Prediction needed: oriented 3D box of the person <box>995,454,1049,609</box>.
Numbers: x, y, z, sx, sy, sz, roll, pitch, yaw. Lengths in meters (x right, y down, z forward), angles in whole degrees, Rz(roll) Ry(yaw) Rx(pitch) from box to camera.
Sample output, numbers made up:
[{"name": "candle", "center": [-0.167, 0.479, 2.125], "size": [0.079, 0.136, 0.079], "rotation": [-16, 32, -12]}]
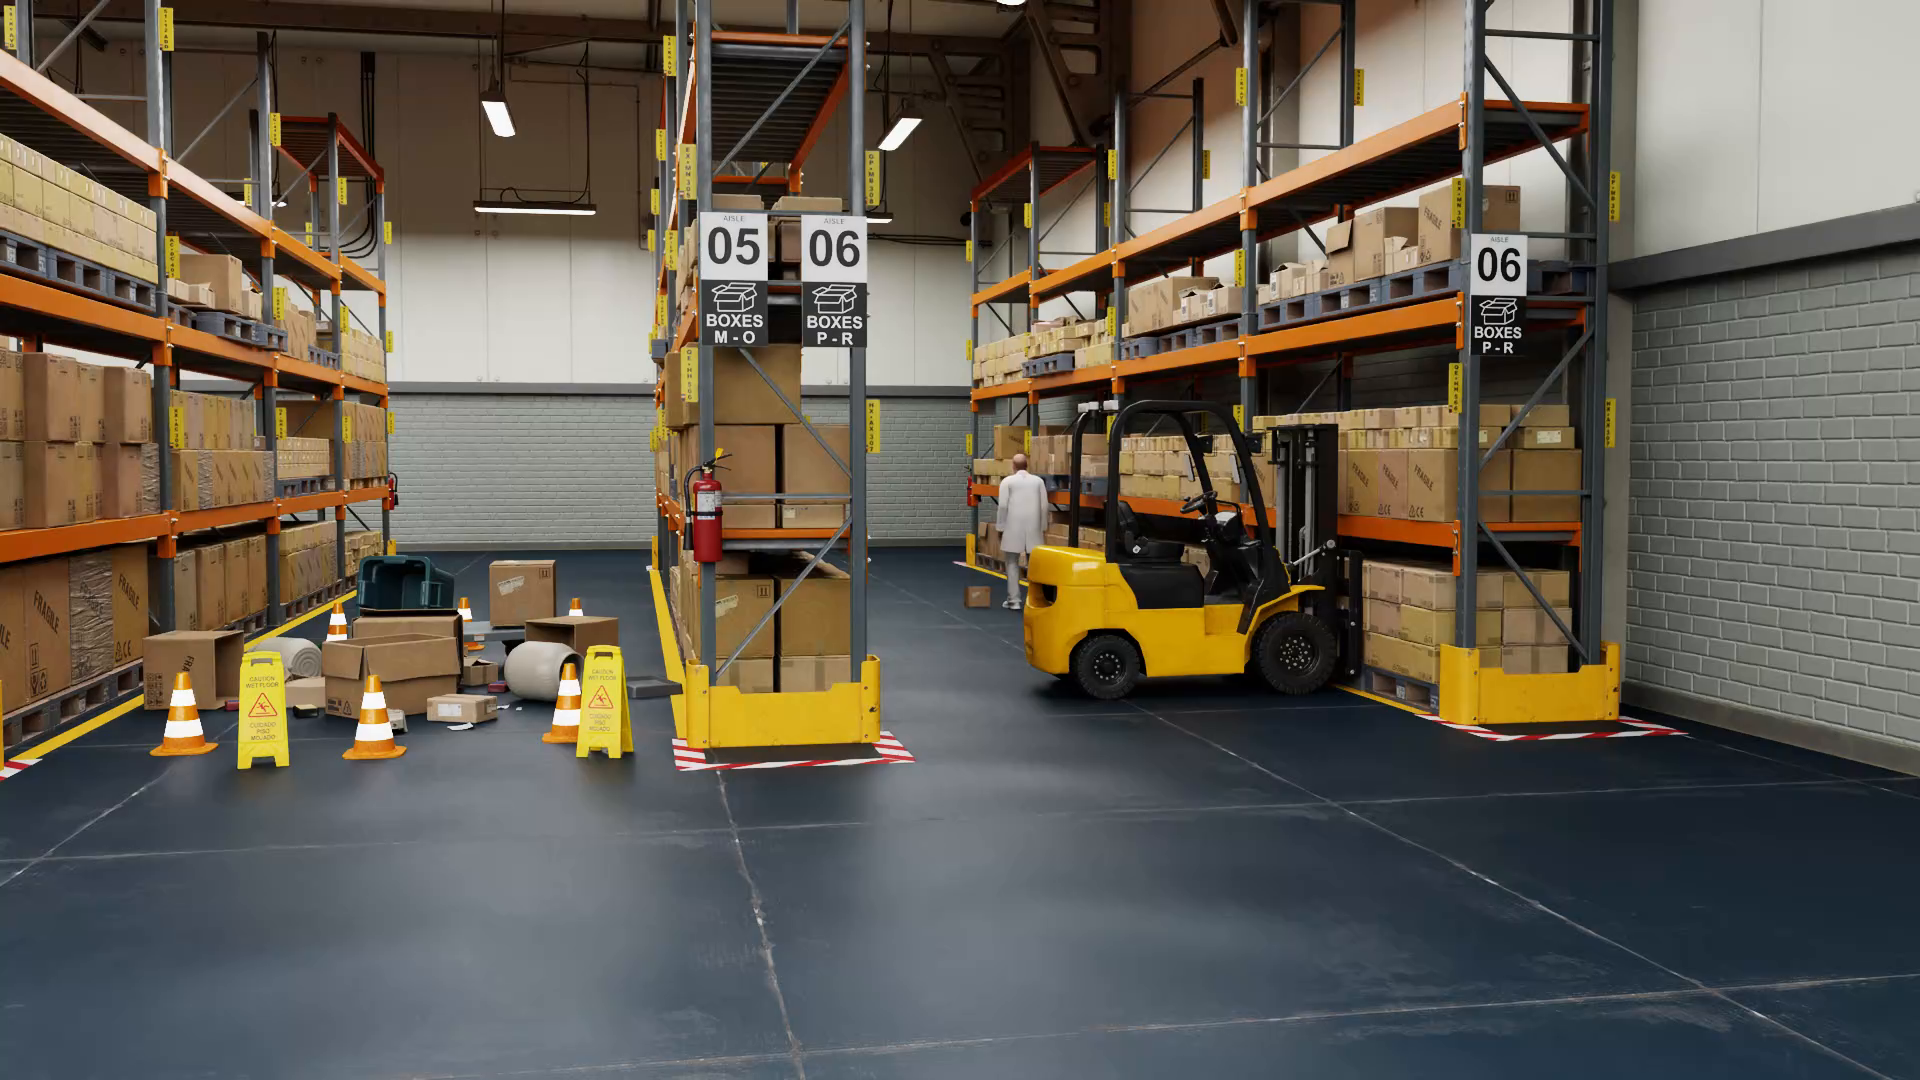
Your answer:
[{"name": "person", "center": [0.711, -0.098, 19.030], "size": [0.622, 1.774, 0.426], "rotation": [-1, 3, -12]}]
